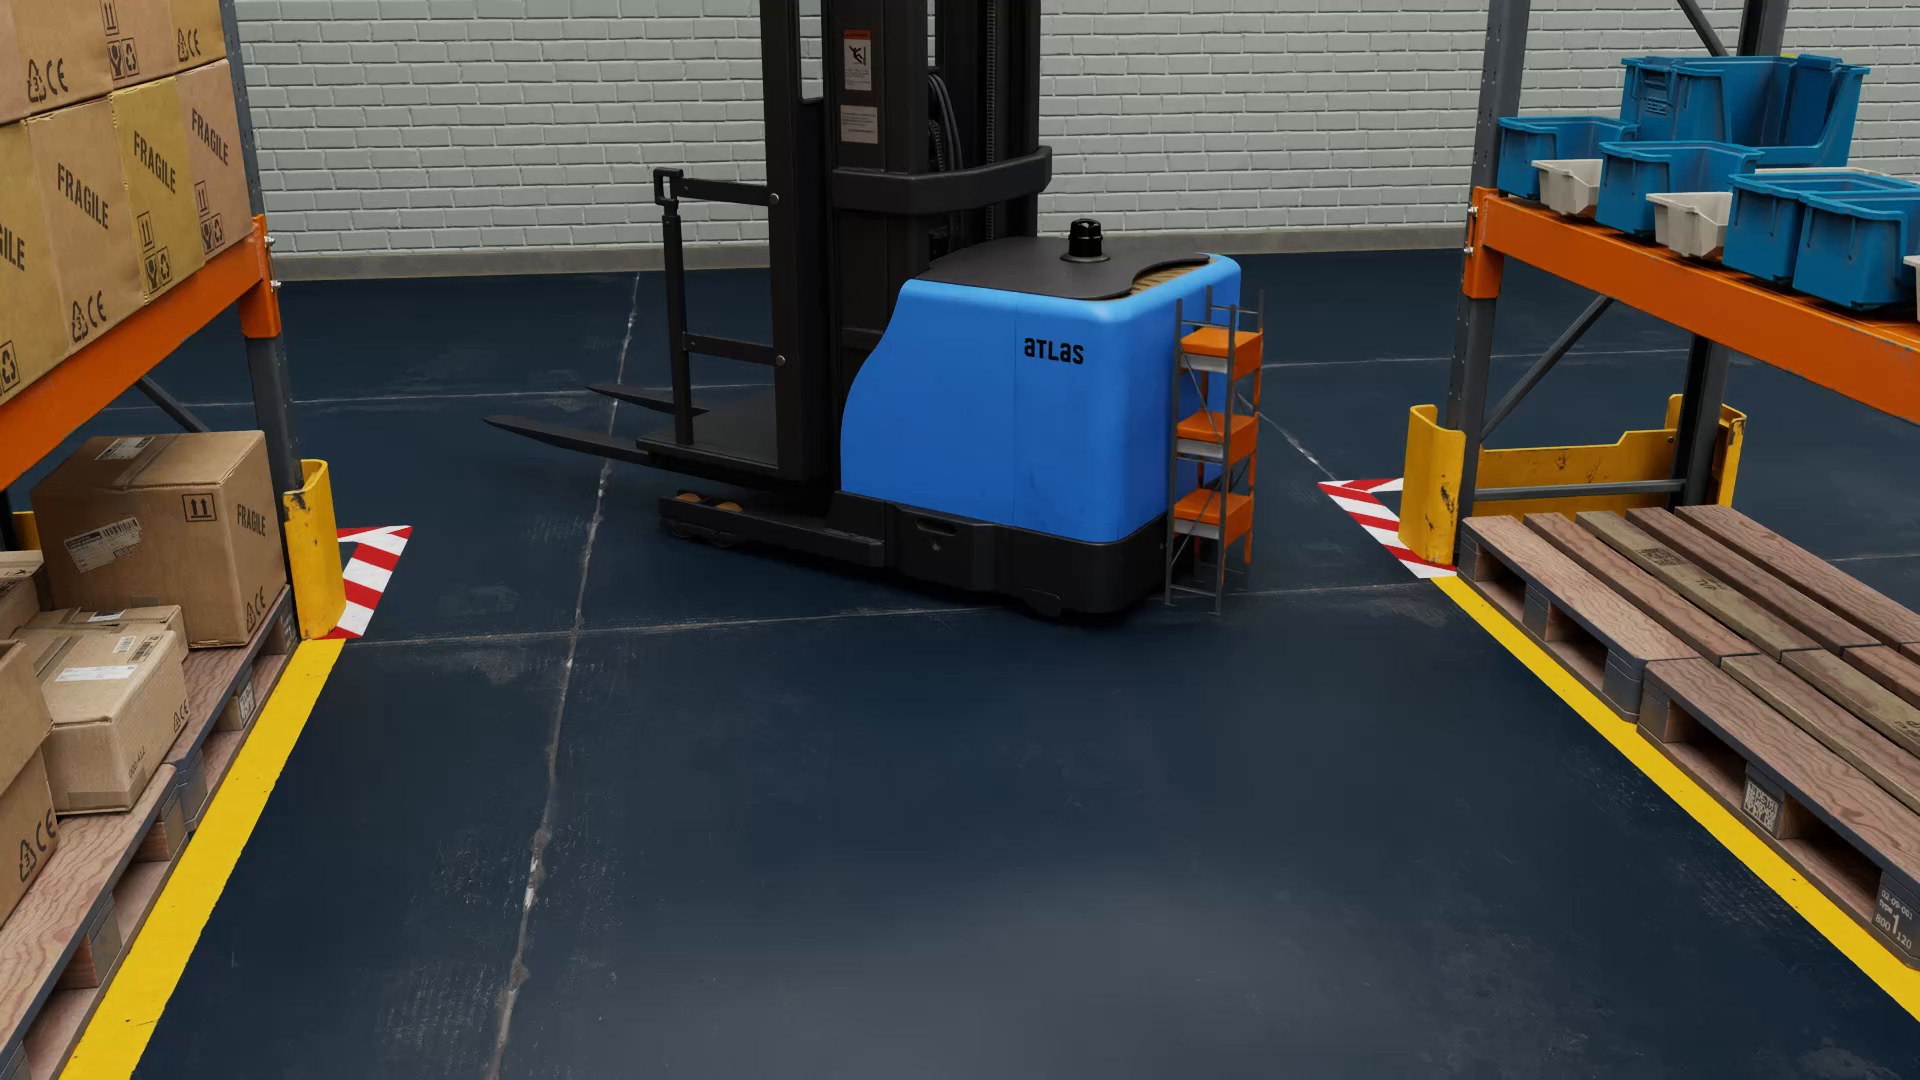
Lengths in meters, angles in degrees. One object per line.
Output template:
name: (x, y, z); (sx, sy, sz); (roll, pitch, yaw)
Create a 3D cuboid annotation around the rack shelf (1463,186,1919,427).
rack shelf: (2.541, -0.363, 3.928); (1.077, 0.370, 4.000); (-3, 21, -8)

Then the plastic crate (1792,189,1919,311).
plastic crate: (2.196, -0.680, 3.903); (0.416, 0.233, 0.300); (-3, 21, -8)

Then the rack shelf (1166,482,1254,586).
rack shelf: (0.841, -0.022, 5.597); (0.215, 0.259, 0.240); (11, 23, 29)

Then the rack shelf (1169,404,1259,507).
rack shelf: (0.839, -0.283, 5.501); (0.215, 0.259, 0.240); (11, 23, 29)

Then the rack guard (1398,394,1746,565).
rack guard: (2.236, -0.229, 6.114); (1.175, 0.500, 0.348); (-3, 21, -8)

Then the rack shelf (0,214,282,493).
rack shelf: (-2.361, -0.114, 3.263); (1.077, 0.370, 4.000); (-3, 21, -8)

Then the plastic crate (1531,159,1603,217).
plastic crate: (1.927, -1.079, 5.110); (0.250, 0.136, 0.298); (-3, 21, -8)

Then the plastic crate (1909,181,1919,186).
plastic crate: (2.577, -0.922, 4.690); (0.396, 0.136, 0.243); (-3, 21, -8)

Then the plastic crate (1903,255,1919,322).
plastic crate: (2.281, -0.500, 3.558); (0.293, 0.136, 0.466); (-3, 21, -8)

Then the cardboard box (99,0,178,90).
cardboard box: (-2.239, -1.344, 3.955); (0.500, 0.500, 0.500); (-2, 21, -6)

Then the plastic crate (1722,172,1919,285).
plastic crate: (2.152, -0.784, 4.181); (0.416, 0.233, 0.300); (-3, 21, -8)

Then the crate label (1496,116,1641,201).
crate label: (1.963, -1.240, 5.402); (0.416, 0.233, 0.303); (-3, 21, -8)

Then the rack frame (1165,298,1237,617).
rack frame: (0.776, -0.256, 5.399); (0.200, 1.050, 0.008); (11, 23, 29)

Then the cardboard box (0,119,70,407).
cardboard box: (-2.098, -0.522, 3.184); (0.500, 0.500, 0.500); (-3, 21, -9)

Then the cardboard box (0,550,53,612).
cardboard box: (-2.929, 0.148, 4.978); (0.380, 0.149, 0.250); (-3, 21, -8)

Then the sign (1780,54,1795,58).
sign: (2.795, -1.502, 5.717); (0.100, 0.325, 0.005); (-3, 21, -8)

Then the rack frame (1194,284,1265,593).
rack frame: (0.902, -0.329, 5.595); (0.200, 1.050, 0.008); (11, 23, 29)

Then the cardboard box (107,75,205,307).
cardboard box: (-2.237, -0.870, 4.115); (0.500, 0.500, 0.500); (-3, 21, -7)

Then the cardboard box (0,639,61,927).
cardboard box: (-2.349, 0.554, 3.384); (0.797, 0.503, 0.637); (-3, 21, -8)

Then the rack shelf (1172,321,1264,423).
rack shelf: (0.837, -0.549, 5.402); (0.215, 0.259, 0.240); (11, 23, 29)

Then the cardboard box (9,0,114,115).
cardboard box: (-2.160, -1.165, 3.475); (0.500, 0.500, 0.500); (-2, 21, -6)

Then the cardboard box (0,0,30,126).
cardboard box: (-2.086, -0.987, 2.999); (0.500, 0.500, 0.500); (-2, 21, -6)

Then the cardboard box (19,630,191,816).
cardboard box: (-2.220, 0.445, 4.040); (0.500, 0.250, 0.500); (-3, 21, -8)

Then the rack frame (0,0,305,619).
rack frame: (-2.649, -1.144, 4.991); (1.000, 3.000, 0.127); (-3, 21, -8)

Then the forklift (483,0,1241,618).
forklift: (-0.528, -1.488, 6.011); (3.031, 2.935, 1.130); (12, 24, 30)

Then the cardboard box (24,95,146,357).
cardboard box: (-2.171, -0.697, 3.651); (0.500, 0.500, 0.500); (-3, 21, -7)

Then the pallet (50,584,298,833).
pallet: (-2.523, 0.465, 4.670); (1.003, 0.211, 1.213); (-3, 21, -8)

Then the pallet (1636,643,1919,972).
pallet: (2.506, 0.623, 4.246); (1.003, 0.211, 1.213); (-3, 21, -8)

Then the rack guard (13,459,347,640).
rack guard: (-2.638, 0.054, 5.358); (1.175, 0.500, 0.348); (-3, 21, -8)

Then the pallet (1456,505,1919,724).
pallet: (2.333, 0.202, 5.375); (1.003, 0.211, 1.213); (-3, 21, -8)

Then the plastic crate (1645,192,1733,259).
plastic crate: (2.025, -0.845, 4.481); (0.250, 0.136, 0.298); (-3, 21, -8)

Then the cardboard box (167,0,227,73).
cardboard box: (-2.313, -1.519, 4.423); (0.500, 0.500, 0.500); (-3, 21, -8)

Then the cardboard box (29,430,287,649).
cardboard box: (-2.327, -0.003, 4.881); (0.500, 0.500, 0.500); (-3, 21, -8)

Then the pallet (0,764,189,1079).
pallet: (-2.350, 0.887, 3.541); (1.003, 0.211, 1.213); (-3, 21, -8)

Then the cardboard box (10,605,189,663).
cardboard box: (-2.358, 0.298, 4.551); (0.380, 0.166, 0.250); (-3, 21, -8)

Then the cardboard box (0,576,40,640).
cardboard box: (-2.780, 0.314, 4.389); (0.500, 0.250, 0.500); (-3, 21, -8)

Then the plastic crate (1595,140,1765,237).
plastic crate: (2.057, -1.012, 4.792); (0.416, 0.233, 0.300); (-3, 21, -8)

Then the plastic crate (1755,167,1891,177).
plastic crate: (2.549, -1.024, 4.961); (0.396, 0.136, 0.243); (-3, 21, -8)

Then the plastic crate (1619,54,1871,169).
plastic crate: (2.486, -1.330, 5.355); (0.616, 0.435, 0.499); (-3, 21, -8)

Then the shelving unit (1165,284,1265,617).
shelving unit: (0.839, -0.293, 5.497); (0.215, 1.050, 0.252); (11, 23, 29)

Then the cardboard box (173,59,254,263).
cardboard box: (-2.315, -1.049, 4.595); (0.500, 0.500, 0.500); (-2, 21, -6)

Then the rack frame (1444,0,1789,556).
rack frame: (2.253, -1.392, 5.656); (1.000, 3.000, 0.127); (-3, 21, -8)
